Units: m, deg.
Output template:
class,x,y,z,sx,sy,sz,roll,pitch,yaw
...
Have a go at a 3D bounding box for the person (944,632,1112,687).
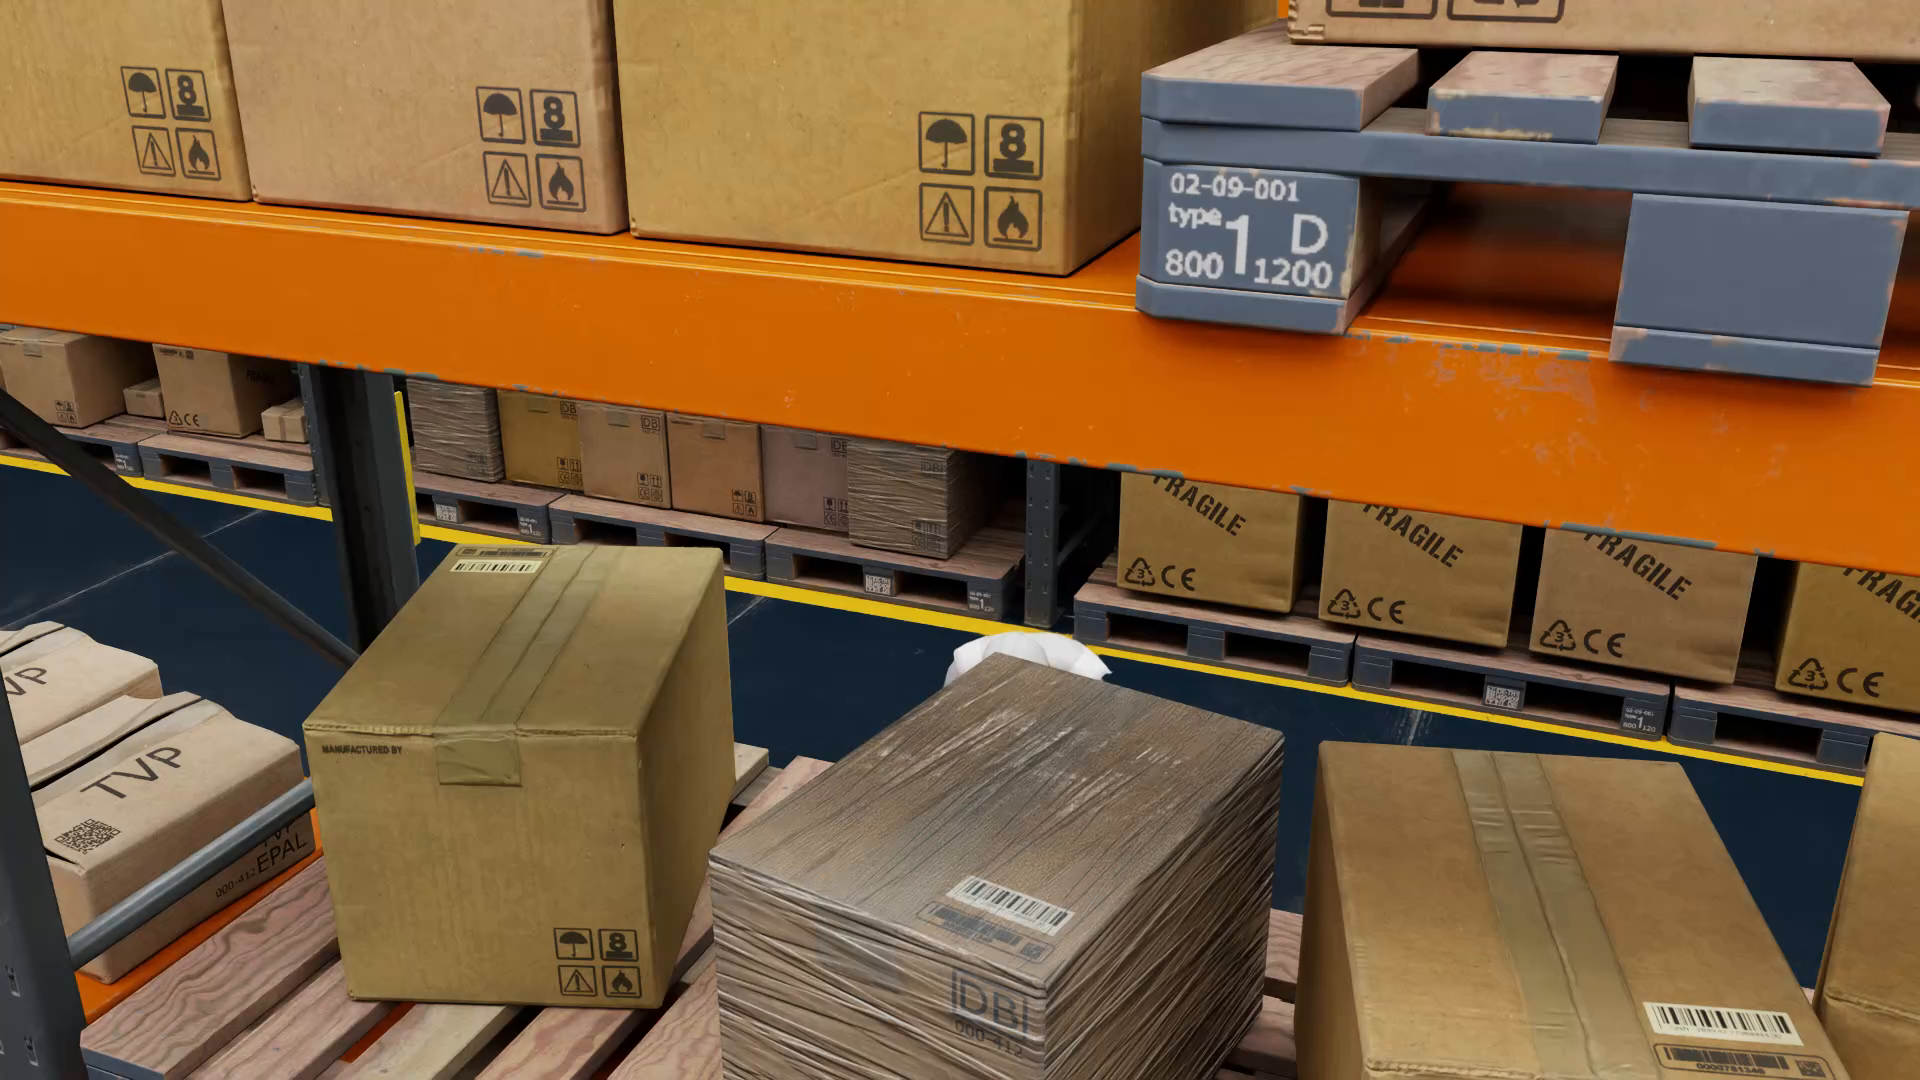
class,x,y,z,sx,sy,sz,roll,pitch,yaw
person,0.221,0.655,5.516,0.567,0.992,0.902,9,24,20
